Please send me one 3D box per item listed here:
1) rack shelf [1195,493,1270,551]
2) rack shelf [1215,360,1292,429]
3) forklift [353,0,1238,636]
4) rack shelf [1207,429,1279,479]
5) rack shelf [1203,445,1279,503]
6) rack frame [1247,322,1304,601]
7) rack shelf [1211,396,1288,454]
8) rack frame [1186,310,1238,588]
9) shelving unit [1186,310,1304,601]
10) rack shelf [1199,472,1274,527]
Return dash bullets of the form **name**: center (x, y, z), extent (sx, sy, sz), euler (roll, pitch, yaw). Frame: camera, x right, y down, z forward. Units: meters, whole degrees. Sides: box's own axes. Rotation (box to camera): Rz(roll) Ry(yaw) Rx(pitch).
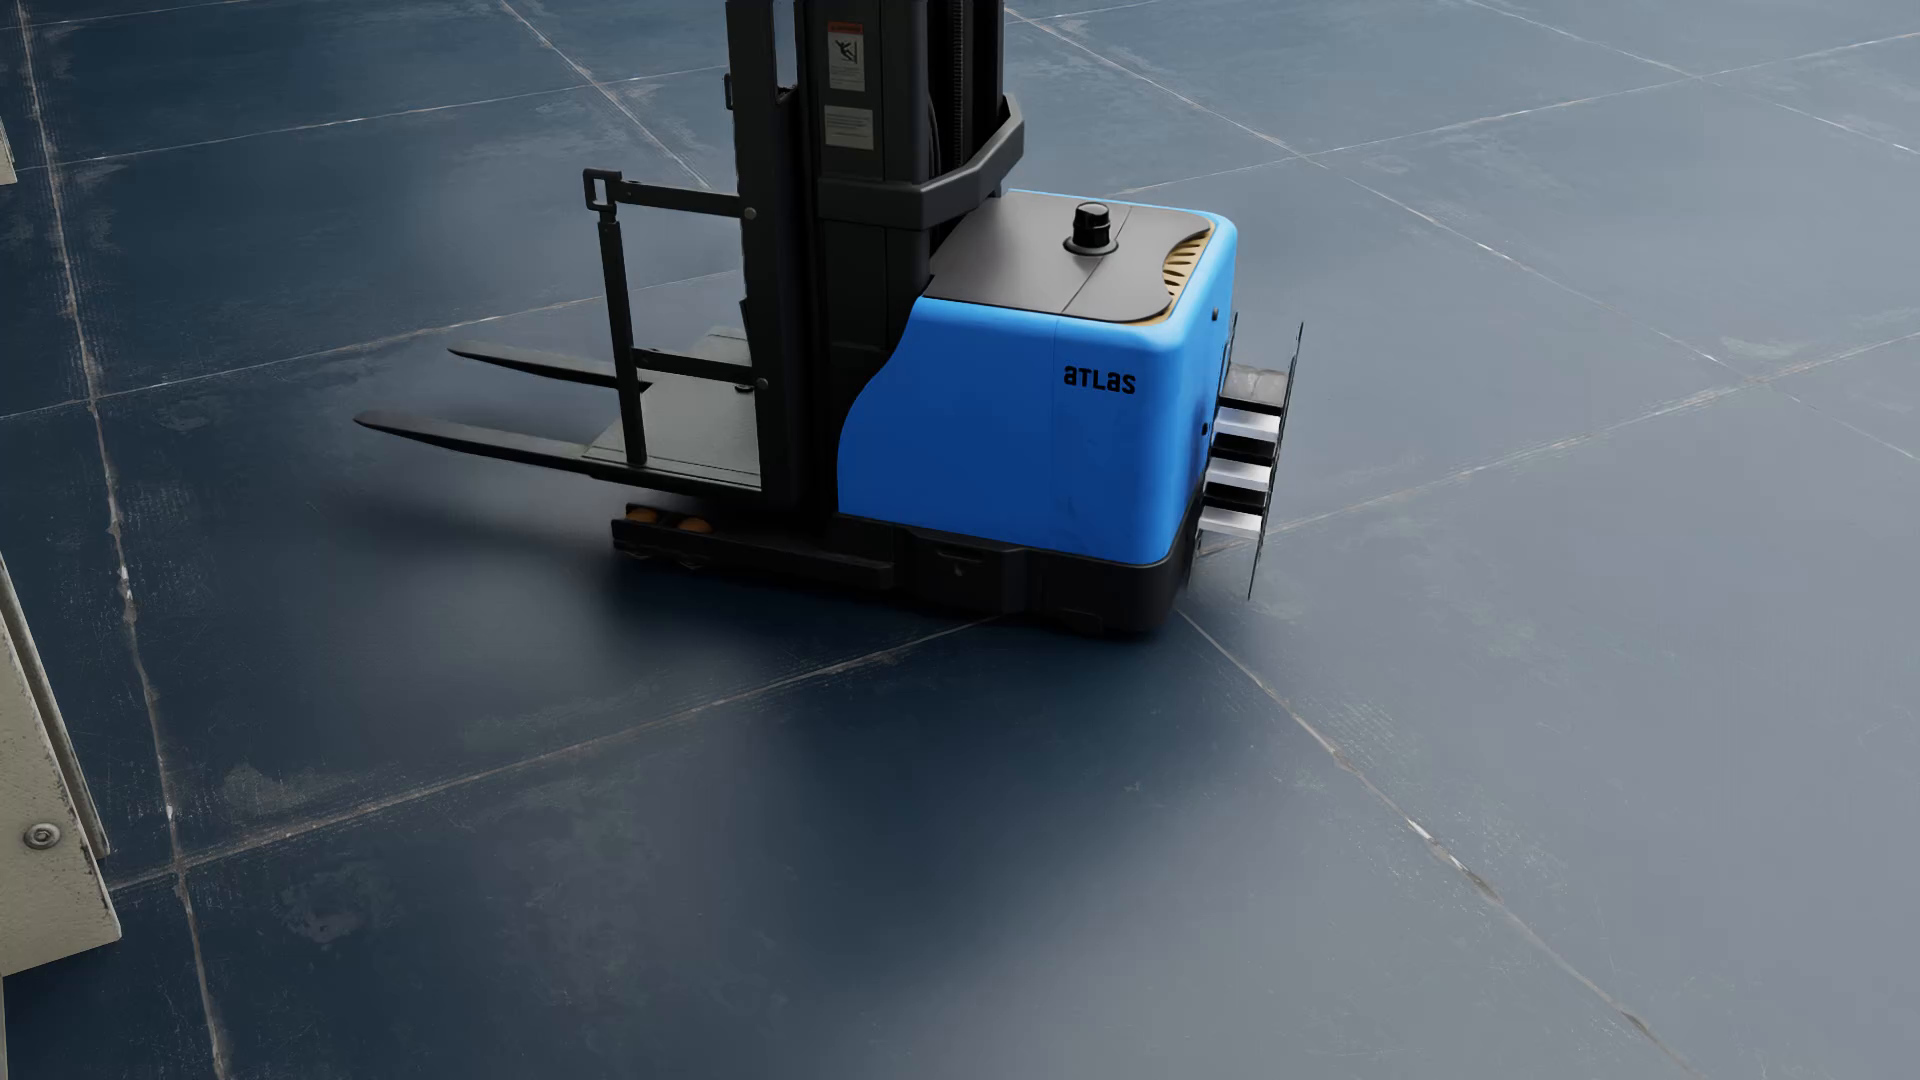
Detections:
- **rack shelf**: center (0.892, -0.081, 5.426), extent (0.200, 0.077, 0.258), euler (12, 34, 12)
- **rack shelf**: center (0.917, -0.455, 5.178), extent (0.200, 0.077, 0.258), euler (12, 34, 12)
- **forklift**: center (-0.658, -1.398, 5.215), extent (3.031, 2.935, 1.130), euler (10, 34, 15)
- **rack shelf**: center (0.907, -0.305, 5.277), extent (0.200, 0.077, 0.258), euler (12, 34, 12)
- **rack shelf**: center (0.902, -0.230, 5.327), extent (0.200, 0.077, 0.258), euler (12, 34, 12)
- **rack frame**: center (1.001, -0.238, 5.288), extent (0.006, 0.900, 0.240), euler (12, 34, 12)
- **rack shelf**: center (0.912, -0.380, 5.227), extent (0.200, 0.077, 0.258), euler (12, 34, 12)
- **rack frame**: center (0.806, -0.278, 5.329), extent (0.006, 0.900, 0.240), euler (12, 34, 12)
- **shelving unit**: center (0.904, -0.258, 5.308), extent (0.210, 0.900, 0.258), euler (12, 34, 12)
- **rack shelf**: center (0.897, -0.155, 5.376), extent (0.200, 0.077, 0.258), euler (12, 34, 12)
